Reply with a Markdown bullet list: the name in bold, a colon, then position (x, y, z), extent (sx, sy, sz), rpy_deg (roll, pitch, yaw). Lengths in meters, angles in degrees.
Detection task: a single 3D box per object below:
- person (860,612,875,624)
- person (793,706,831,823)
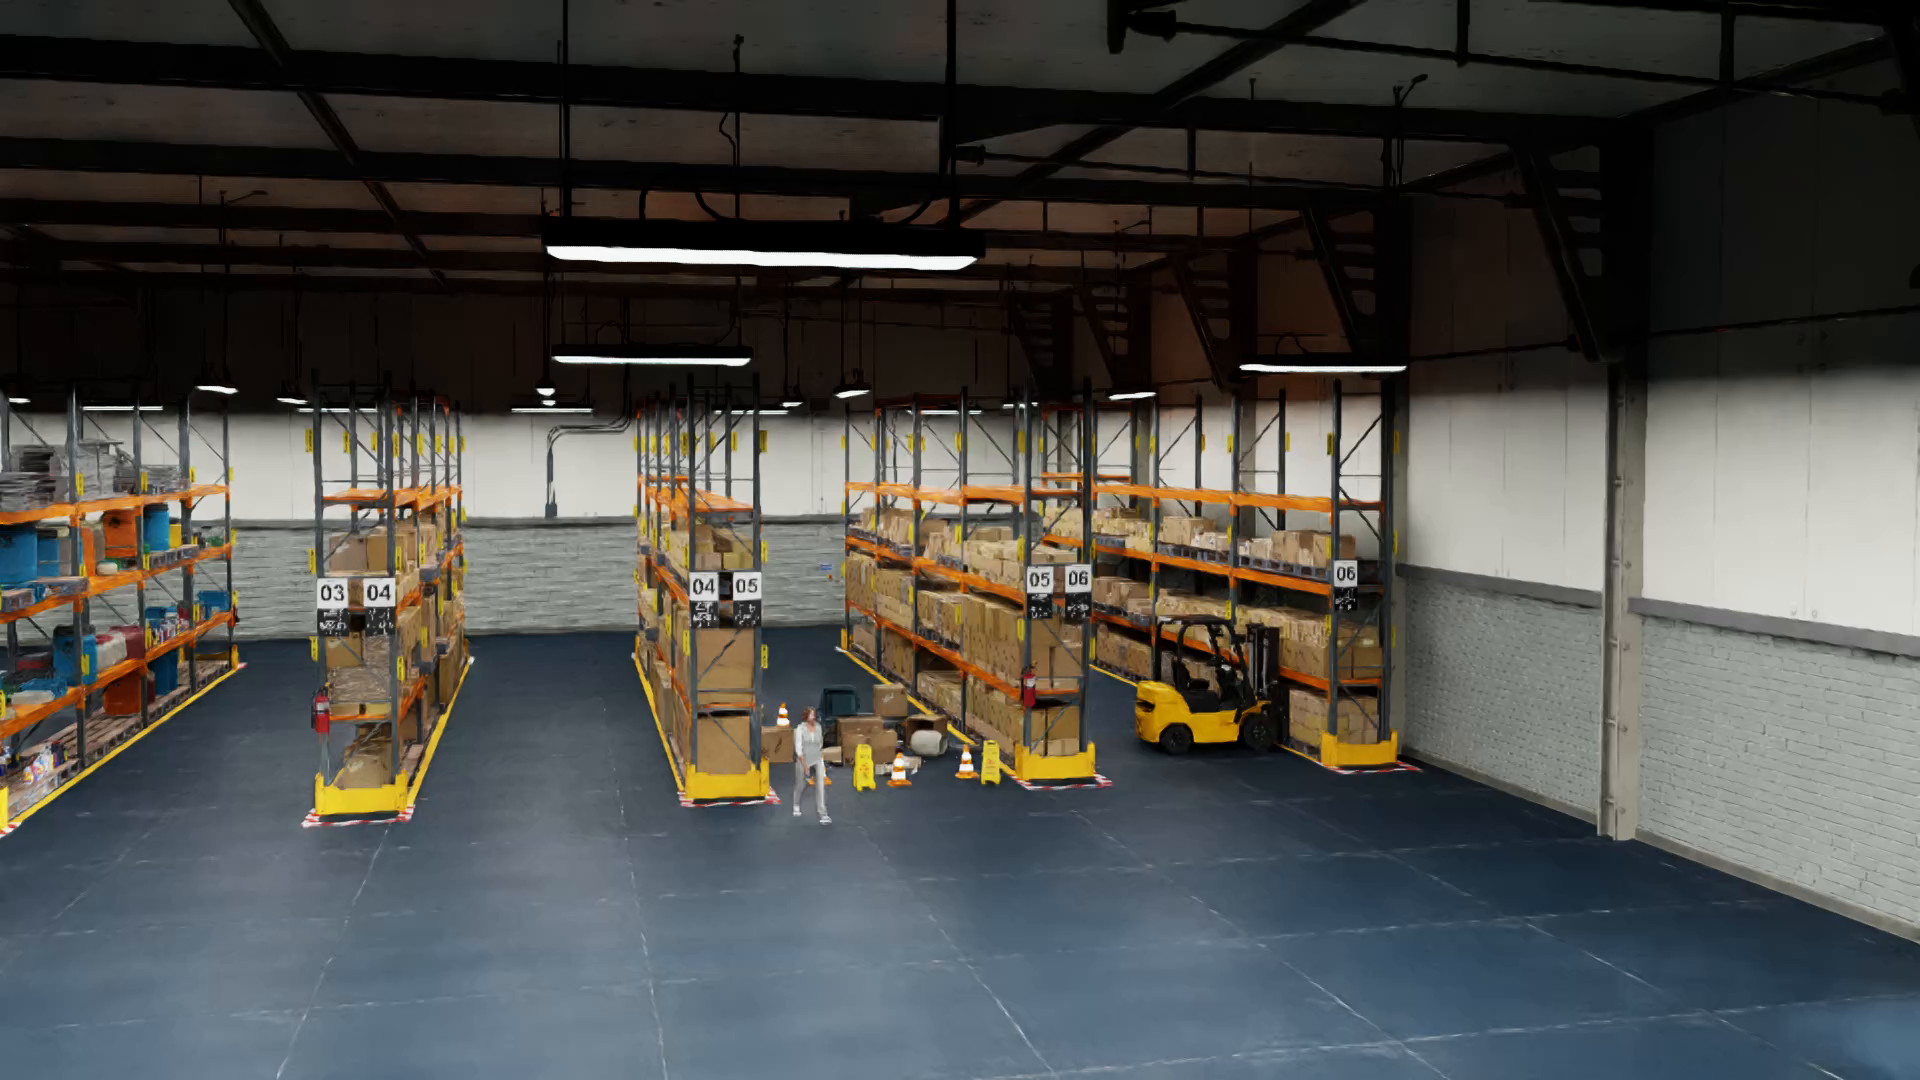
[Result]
- **person**: position (-2.358, 1.713, 42.677), extent (0.517, 1.661, 0.527), rpy_deg (1, 4, 23)
- **person**: position (-2.002, 2.948, 22.033), extent (0.412, 1.533, 0.955), rpy_deg (-1, 4, -21)
